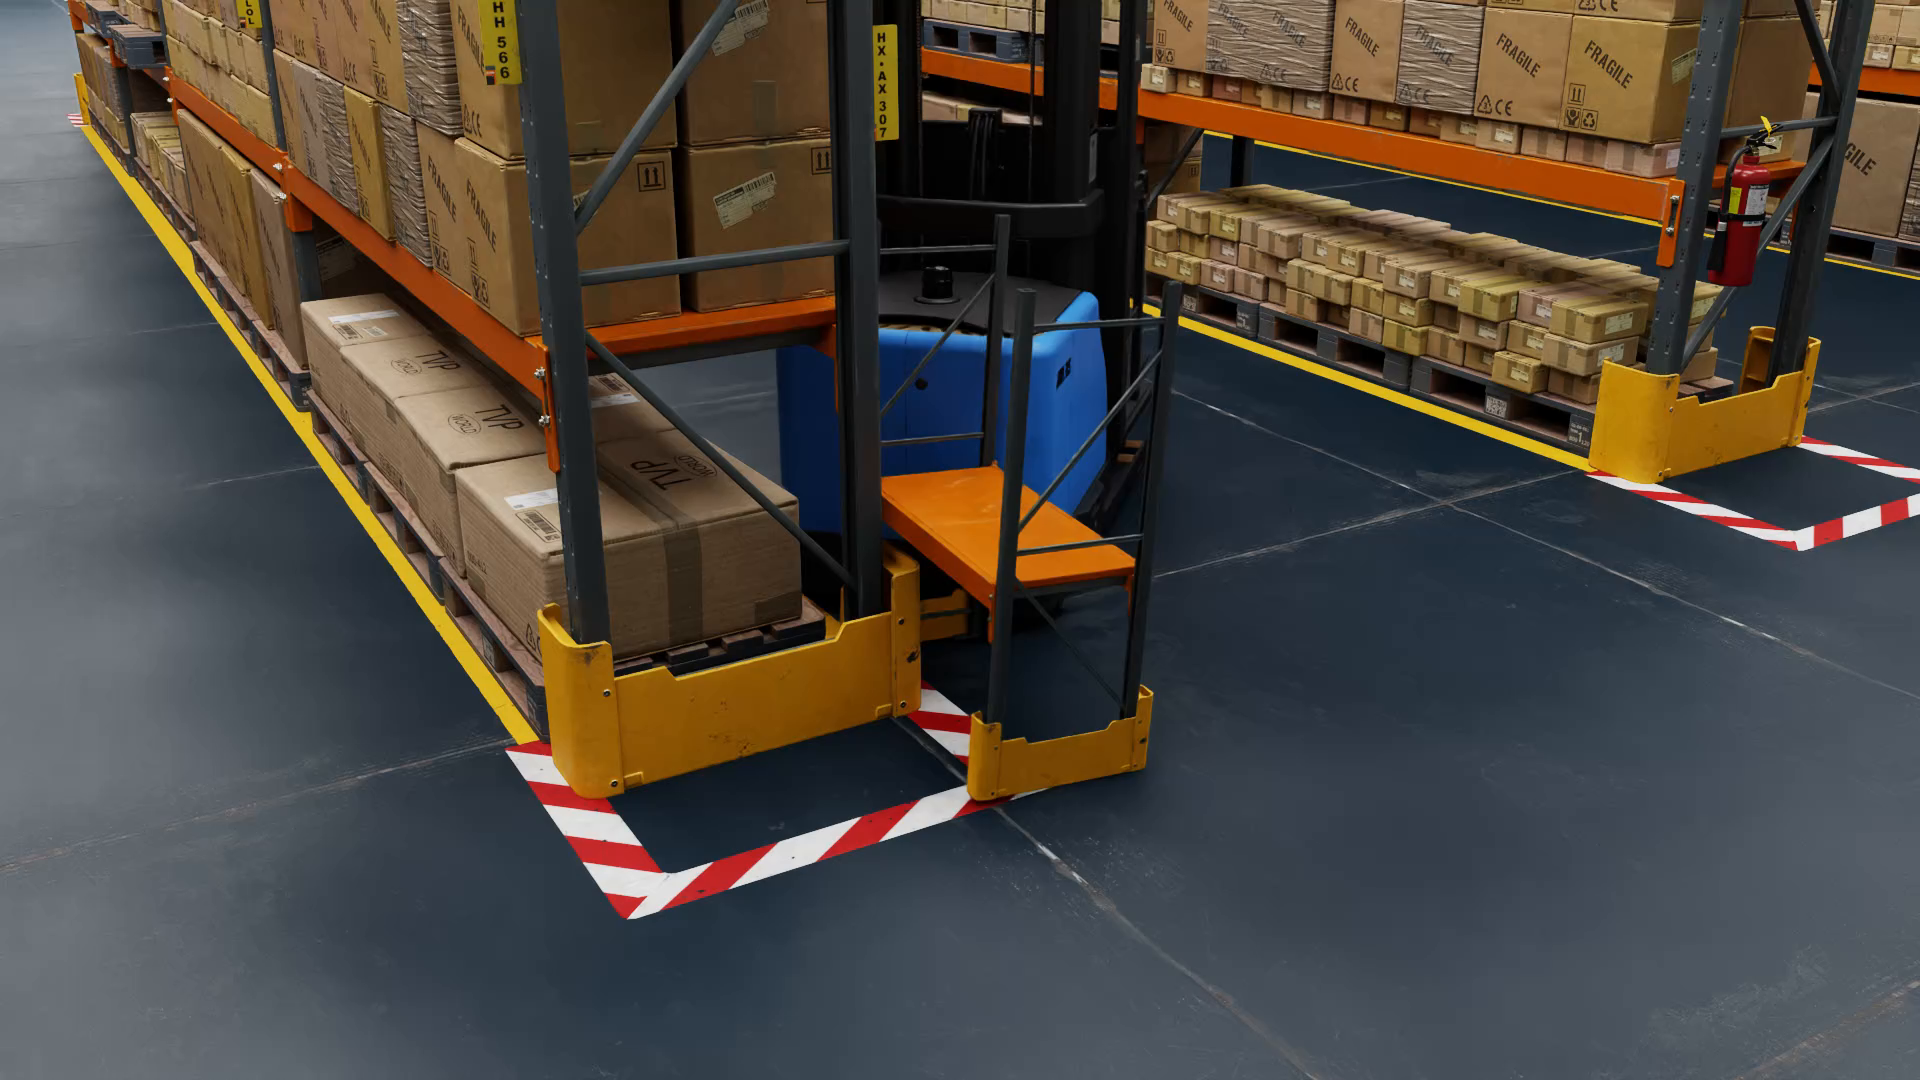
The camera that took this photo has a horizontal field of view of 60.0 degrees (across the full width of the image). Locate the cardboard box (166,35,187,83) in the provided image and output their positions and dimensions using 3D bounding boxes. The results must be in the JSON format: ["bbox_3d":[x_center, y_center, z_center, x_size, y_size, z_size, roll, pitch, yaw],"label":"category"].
[{"bbox_3d":[-4.759,-3.101,10.657,0.500,0.250,0.500,-13,26,-29],"label":"cardboard box"}]

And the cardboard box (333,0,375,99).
[{"bbox_3d":[-1.954,-1.895,6.030,0.500,0.500,0.500,-13,25,-29],"label":"cardboard box"}]

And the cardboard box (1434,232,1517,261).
[{"bbox_3d":[2.833,-1.579,9.152,0.380,0.149,0.250,-12,25,-27],"label":"cardboard box"}]

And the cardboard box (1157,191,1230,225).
[{"bbox_3d":[1.453,-2.066,10.348,0.380,0.149,0.250,-11,25,-26],"label":"cardboard box"}]

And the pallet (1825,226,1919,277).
[{"bbox_3d":[6.719,-2.040,11.551,1.003,0.211,1.213,-13,25,-28],"label":"pallet"}]

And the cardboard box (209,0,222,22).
[{"bbox_3d":[-3.706,-3.023,8.803,0.500,0.500,0.500,-12,25,-27],"label":"cardboard box"}]

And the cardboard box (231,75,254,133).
[{"bbox_3d":[-3.454,-2.275,8.624,0.500,0.250,0.500,-13,25,-29],"label":"cardboard box"}]

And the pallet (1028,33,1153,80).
[{"bbox_3d":[1.189,-3.254,11.089,1.003,0.211,1.213,-13,25,-28],"label":"pallet"}]

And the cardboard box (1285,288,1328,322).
[{"bbox_3d":[2.062,-1.350,9.376,0.380,0.149,0.250,-13,26,-30],"label":"cardboard box"}]

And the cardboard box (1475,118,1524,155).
[{"bbox_3d":[2.702,-1.952,7.963,0.380,0.149,0.250,-12,25,-27],"label":"cardboard box"}]

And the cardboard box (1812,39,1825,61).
[{"bbox_3d":[6.041,-3.458,11.669,0.380,0.149,0.250,-13,26,-30],"label":"cardboard box"}]

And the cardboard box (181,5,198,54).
[{"bbox_3d":[-4.239,-2.997,9.736,0.500,0.250,0.500,-13,25,-28],"label":"cardboard box"}]

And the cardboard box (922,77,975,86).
[{"bbox_3d":[-0.014,-3.575,13.390,0.500,0.250,0.500,-13,26,-29],"label":"cardboard box"}]

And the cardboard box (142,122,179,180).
[{"bbox_3d":[-6.196,-3.248,13.751,0.950,0.372,0.625,-11,25,-25],"label":"cardboard box"}]

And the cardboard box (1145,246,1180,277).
[{"bbox_3d":[1.364,-1.762,10.391,0.380,0.149,0.250,-14,26,-31],"label":"cardboard box"}]

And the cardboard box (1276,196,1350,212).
[{"bbox_3d":[2.158,-1.998,10.181,0.380,0.149,0.250,-13,25,-29],"label":"cardboard box"}]

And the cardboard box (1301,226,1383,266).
[{"bbox_3d":[2.137,-1.642,9.306,0.380,0.149,0.250,-14,26,-30],"label":"cardboard box"}]

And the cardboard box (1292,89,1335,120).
[{"bbox_3d":[2.033,-2.380,9.016,0.380,0.149,0.250,-11,25,-26],"label":"cardboard box"}]

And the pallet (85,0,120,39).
[{"bbox_3d":[-6.570,-4.308,13.682,1.003,0.211,1.213,-13,25,-28],"label":"pallet"}]

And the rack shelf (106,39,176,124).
[{"bbox_3d":[-5.814,-3.692,12.866,1.077,0.370,4.000,-13,25,-28],"label":"rack shelf"}]

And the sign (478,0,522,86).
[{"bbox_3d":[-1.180,-1.334,4.258,0.100,0.325,0.005,-13,25,-28],"label":"sign"}]

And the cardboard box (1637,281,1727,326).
[{"bbox_3d":[3.522,-1.157,8.113,0.380,0.149,0.250,-14,26,-31],"label":"cardboard box"}]

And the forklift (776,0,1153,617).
[{"bbox_3d":[0.229,-1.608,6.876,1.130,2.935,3.031,6,23,15],"label":"forklift"}]

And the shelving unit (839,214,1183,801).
[{"bbox_3d":[0.118,-0.154,5.145,0.587,1.500,1.083,-7,23,-25],"label":"shelving unit"}]

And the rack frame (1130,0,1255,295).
[{"bbox_3d":[1.455,-3.068,10.375,1.000,3.000,0.127,-13,25,-28],"label":"rack frame"}]

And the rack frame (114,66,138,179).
[{"bbox_3d":[-6.836,-4.672,14.323,1.000,3.000,0.127,-13,25,-28],"label":"rack frame"}]

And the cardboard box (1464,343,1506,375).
[{"bbox_3d":[2.770,-0.943,8.376,0.380,0.149,0.250,-13,25,-28],"label":"cardboard box"}]

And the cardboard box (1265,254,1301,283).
[{"bbox_3d":[1.982,-1.582,9.554,0.380,0.149,0.250,-11,25,-26],"label":"cardboard box"}]

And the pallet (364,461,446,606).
[{"bbox_3d":[-1.801,-0.134,6.862,1.003,0.211,1.213,-13,25,-28],"label":"pallet"}]

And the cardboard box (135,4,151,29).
[{"bbox_3d":[-5.529,-3.662,11.614,0.380,0.149,0.250,-13,25,-29],"label":"cardboard box"}]

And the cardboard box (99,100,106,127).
[{"bbox_3d":[-8.161,-4.233,16.336,0.500,0.250,0.500,-11,24,-25],"label":"cardboard box"}]

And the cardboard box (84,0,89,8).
[{"bbox_3d":[-8.051,-5.095,15.696,0.380,0.149,0.250,-12,25,-28],"label":"cardboard box"}]

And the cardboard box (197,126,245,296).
[{"bbox_3d":[-4.059,-2.059,10.157,0.875,0.875,0.875,-12,25,-28],"label":"cardboard box"}]

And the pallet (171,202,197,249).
[{"bbox_3d":[-5.190,-2.339,12.286,1.003,0.211,1.213,-13,25,-28],"label":"pallet"}]

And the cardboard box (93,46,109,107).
[{"bbox_3d":[-7.892,-4.410,15.775,0.500,0.500,0.500,-11,25,-25],"label":"cardboard box"}]

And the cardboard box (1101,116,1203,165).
[{"bbox_3d":[1.304,-2.742,11.339,0.500,0.250,0.500,-14,26,-31],"label":"cardboard box"}]

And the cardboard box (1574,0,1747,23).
[{"bbox_3d":[3.050,-2.520,7.173,0.500,0.500,0.500,-13,26,-29],"label":"cardboard box"}]

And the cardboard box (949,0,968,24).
[{"bbox_3d":[0.145,-3.828,12.022,0.380,0.149,0.250,-12,25,-28],"label":"cardboard box"}]

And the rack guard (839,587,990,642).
[{"bbox_3d":[-0.136,0.258,5.781,0.587,0.250,0.087,-7,23,-25],"label":"rack guard"}]

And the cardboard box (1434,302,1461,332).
[{"bbox_3d":[2.667,-1.175,8.552,0.380,0.149,0.250,-13,25,-29],"label":"cardboard box"}]

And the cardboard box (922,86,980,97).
[{"bbox_3d":[-0.185,-3.312,12.743,0.500,0.250,0.500,-13,25,-29],"label":"cardboard box"}]

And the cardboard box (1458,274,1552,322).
[{"bbox_3d":[2.689,-1.197,8.210,0.380,0.149,0.250,-13,26,-29],"label":"cardboard box"}]

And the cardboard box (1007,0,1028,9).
[{"bbox_3d":[0.547,-3.712,11.342,0.380,0.149,0.250,-14,26,-31],"label":"cardboard box"}]

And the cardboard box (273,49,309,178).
[{"bbox_3d":[-2.735,-1.927,7.435,0.500,0.500,0.500,-12,25,-27],"label":"cardboard box"}]

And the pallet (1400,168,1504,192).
[{"bbox_3d":[4.684,-3.328,14.718,1.003,0.211,1.213,-13,25,-28],"label":"pallet"}]

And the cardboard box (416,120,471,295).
[{"bbox_3d":[-1.423,-1.105,5.413,0.500,0.500,0.500,-13,26,-29],"label":"cardboard box"}]

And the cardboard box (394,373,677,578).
[{"bbox_3d":[-1.604,-0.285,6.373,0.875,0.438,0.875,-12,25,-27],"label":"cardboard box"}]

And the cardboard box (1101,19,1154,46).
[{"bbox_3d":[1.082,-3.236,10.566,0.380,0.149,0.250,-13,26,-29],"label":"cardboard box"}]

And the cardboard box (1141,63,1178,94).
[{"bbox_3d":[1.318,-2.797,10.042,0.380,0.149,0.250,-12,25,-26],"label":"cardboard box"}]

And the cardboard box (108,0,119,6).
[{"bbox_3d":[-6.705,-4.428,13.499,0.380,0.149,0.250,-12,25,-27],"label":"cardboard box"}]

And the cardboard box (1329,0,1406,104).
[{"bbox_3d":[2.275,-2.546,8.564,0.500,0.500,0.500,-11,25,-26],"label":"cardboard box"}]

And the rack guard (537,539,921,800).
[{"bbox_3d":[-0.694,0.378,5.218,1.175,0.500,0.348,-13,25,-28],"label":"rack guard"}]
